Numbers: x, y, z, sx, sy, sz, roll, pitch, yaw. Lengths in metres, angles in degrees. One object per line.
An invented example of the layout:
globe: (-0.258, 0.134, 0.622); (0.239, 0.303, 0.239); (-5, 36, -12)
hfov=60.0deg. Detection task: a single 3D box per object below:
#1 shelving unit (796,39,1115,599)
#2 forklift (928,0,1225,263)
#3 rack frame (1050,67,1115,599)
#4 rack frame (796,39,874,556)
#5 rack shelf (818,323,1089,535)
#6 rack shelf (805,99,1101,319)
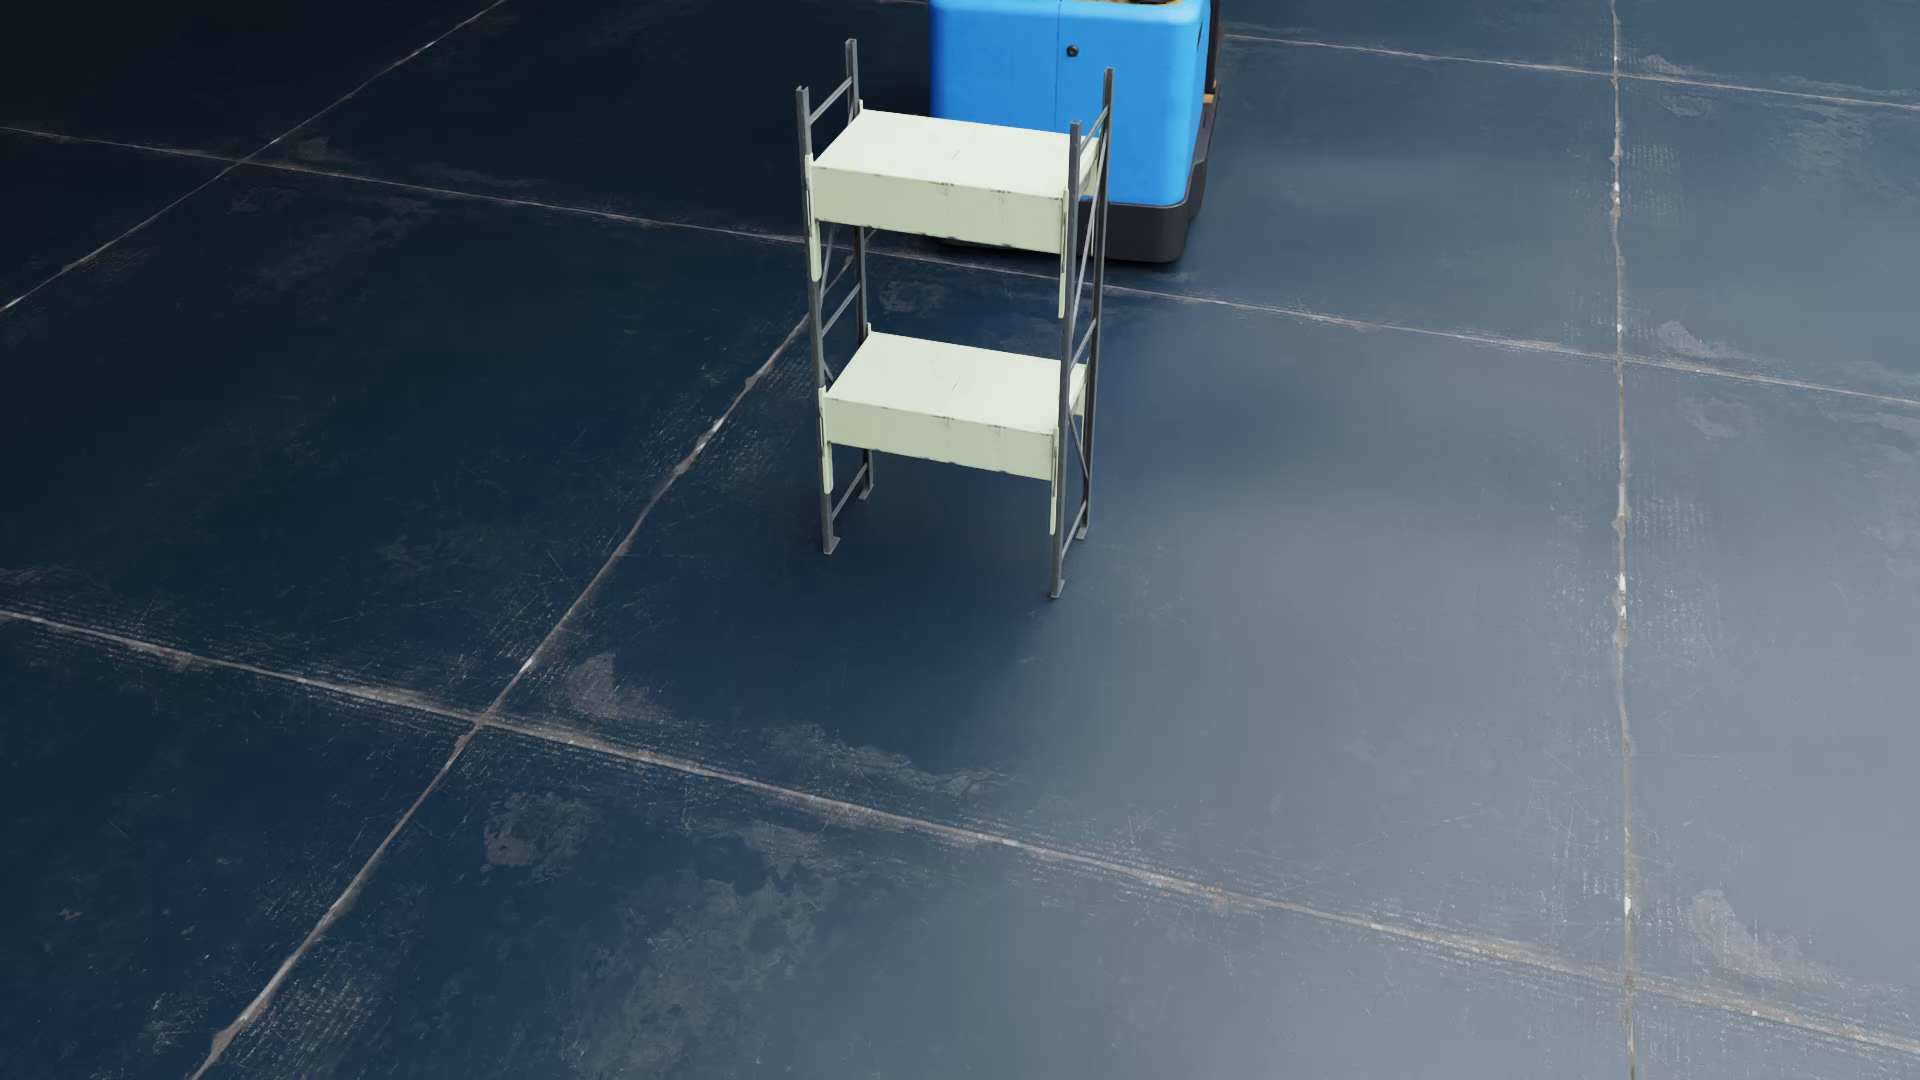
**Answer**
shelving unit: (-0.006, -0.605, 4.807); (0.755, 1.500, 0.431); (10, 38, 14)
forklift: (0.653, -3.157, 7.066); (1.130, 2.935, 3.031); (7, 37, 9)
rack frame: (0.343, -0.541, 4.719); (0.023, 1.500, 0.400); (10, 38, 14)
rack frame: (-0.356, -0.670, 4.895); (0.023, 1.500, 0.400); (10, 38, 14)
rack shelf: (-0.006, -0.343, 5.000); (0.720, 0.370, 0.431); (10, 38, 14)
rack shelf: (-0.006, -0.919, 4.576); (0.720, 0.370, 0.431); (10, 38, 14)
